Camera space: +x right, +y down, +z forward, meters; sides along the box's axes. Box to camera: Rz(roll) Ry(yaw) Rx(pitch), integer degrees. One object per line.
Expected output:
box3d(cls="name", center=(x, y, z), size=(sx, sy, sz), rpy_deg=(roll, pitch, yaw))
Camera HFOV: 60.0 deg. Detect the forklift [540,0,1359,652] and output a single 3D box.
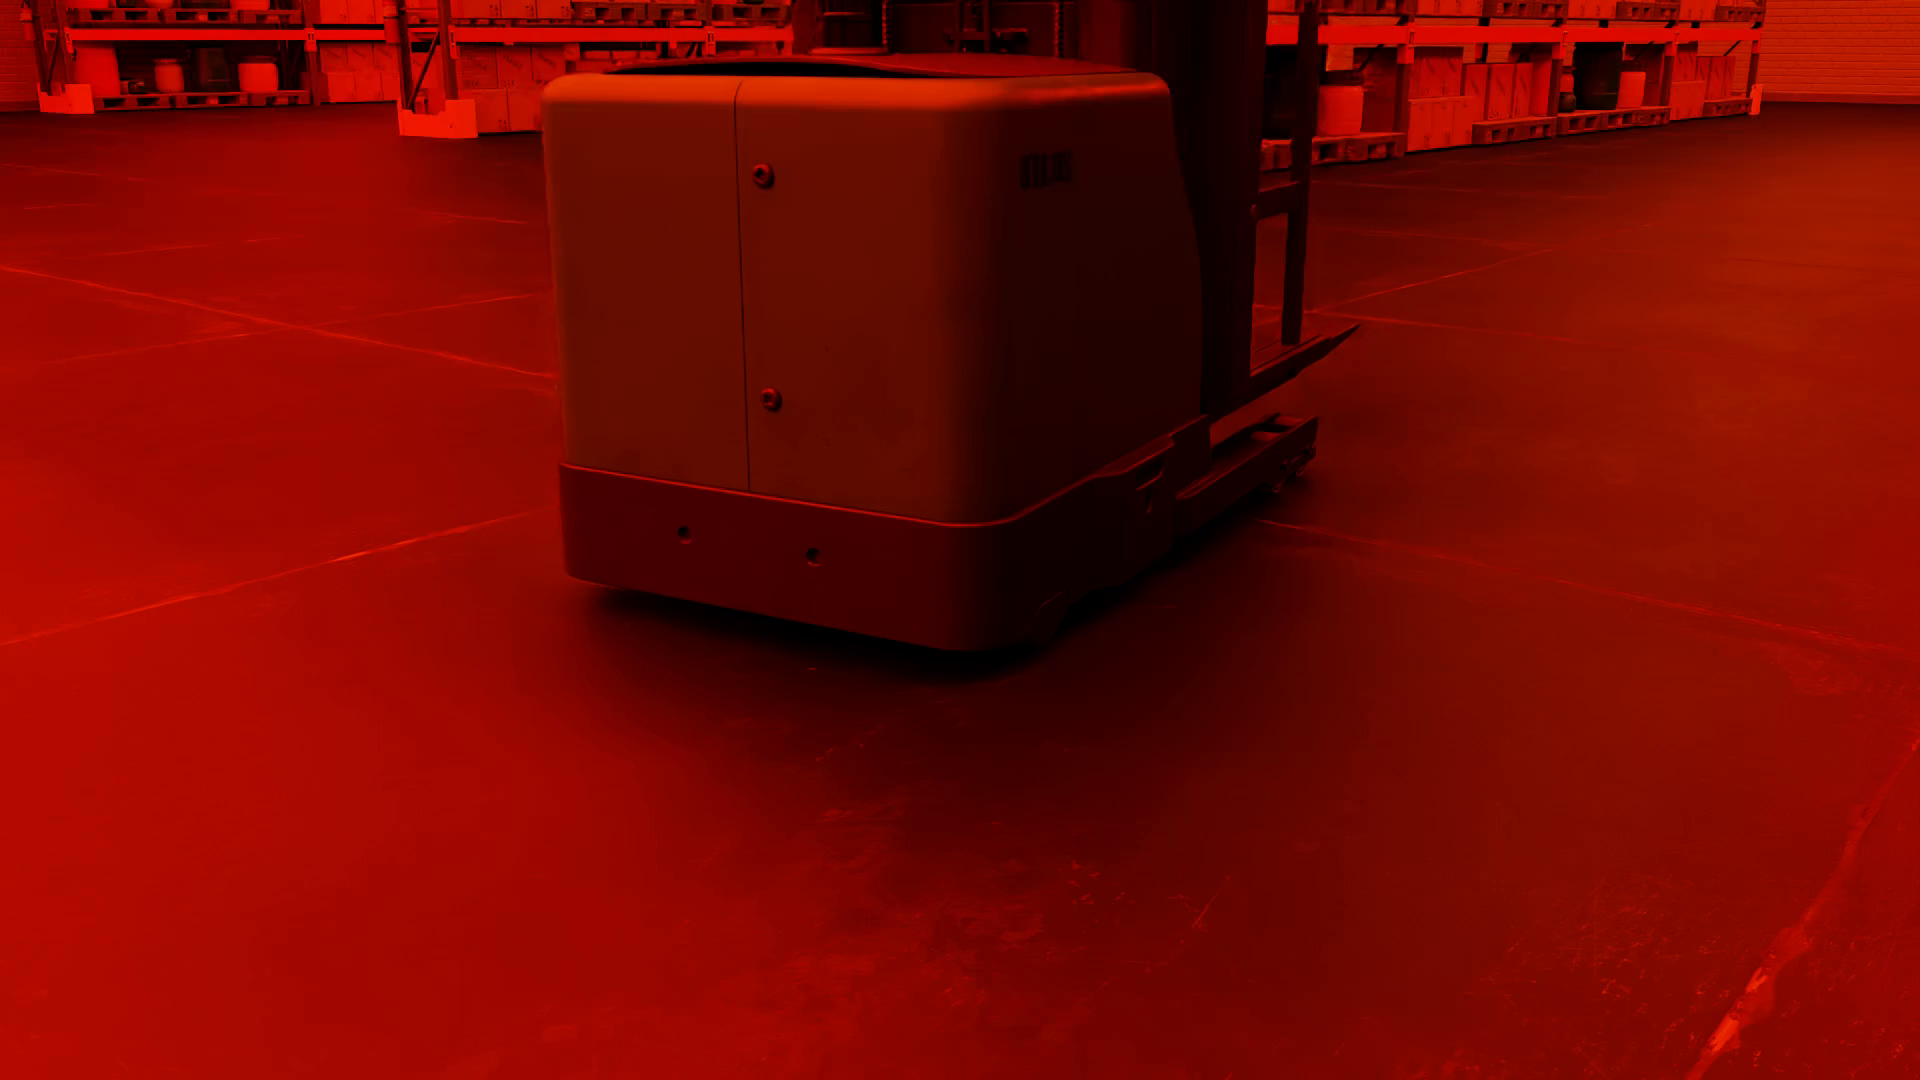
box3d(cls="forklift", center=(0.317, -1.578, 4.095), size=(1.130, 2.935, 3.031), rpy_deg=(9, 19, 27))
